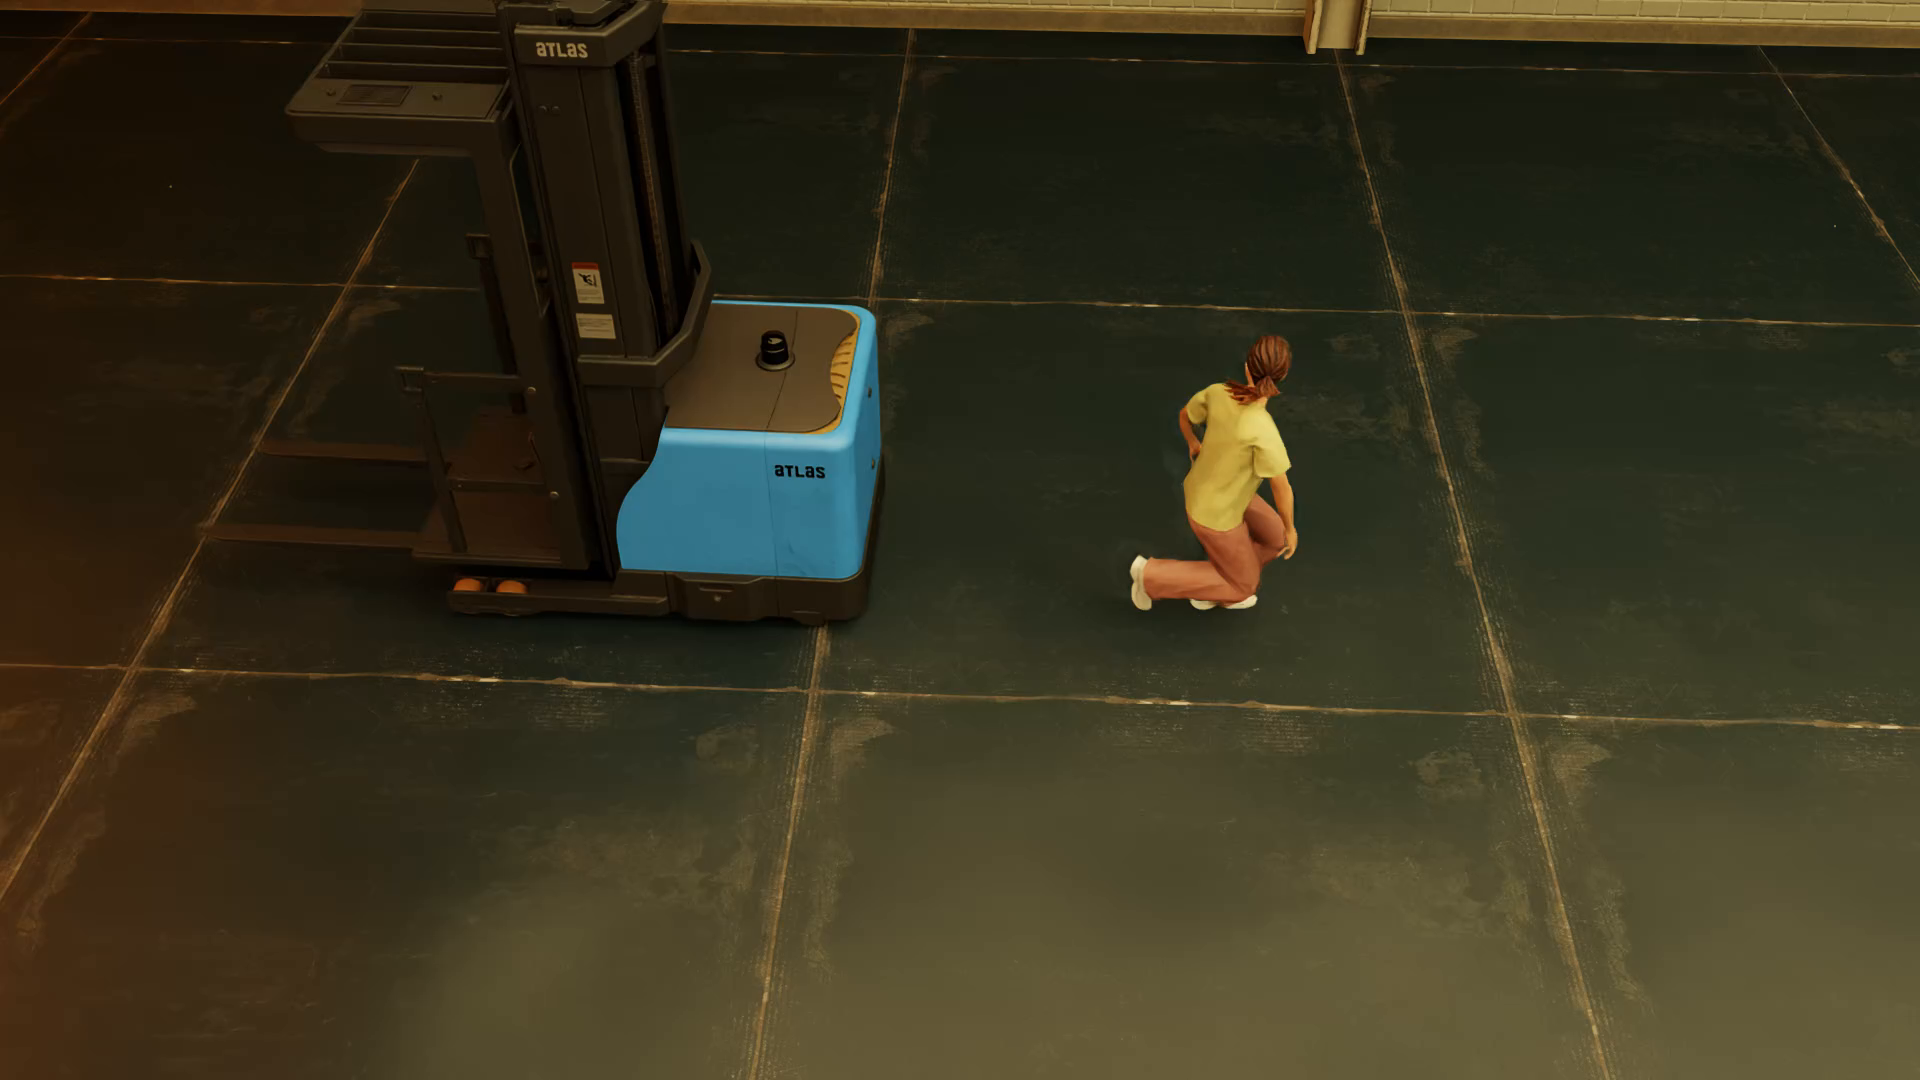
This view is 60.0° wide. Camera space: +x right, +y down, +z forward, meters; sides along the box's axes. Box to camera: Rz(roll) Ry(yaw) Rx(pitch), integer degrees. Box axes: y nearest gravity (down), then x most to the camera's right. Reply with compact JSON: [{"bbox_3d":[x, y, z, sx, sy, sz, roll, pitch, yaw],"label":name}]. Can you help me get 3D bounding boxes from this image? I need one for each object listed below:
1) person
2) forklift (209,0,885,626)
[{"bbox_3d":[1.100,-0.233,7.110,0.694,1.461,0.620,-2,42,-2],"label":"person"},{"bbox_3d":[-1.904,-1.091,6.937,3.031,2.935,1.130,3,42,3],"label":"forklift"}]
